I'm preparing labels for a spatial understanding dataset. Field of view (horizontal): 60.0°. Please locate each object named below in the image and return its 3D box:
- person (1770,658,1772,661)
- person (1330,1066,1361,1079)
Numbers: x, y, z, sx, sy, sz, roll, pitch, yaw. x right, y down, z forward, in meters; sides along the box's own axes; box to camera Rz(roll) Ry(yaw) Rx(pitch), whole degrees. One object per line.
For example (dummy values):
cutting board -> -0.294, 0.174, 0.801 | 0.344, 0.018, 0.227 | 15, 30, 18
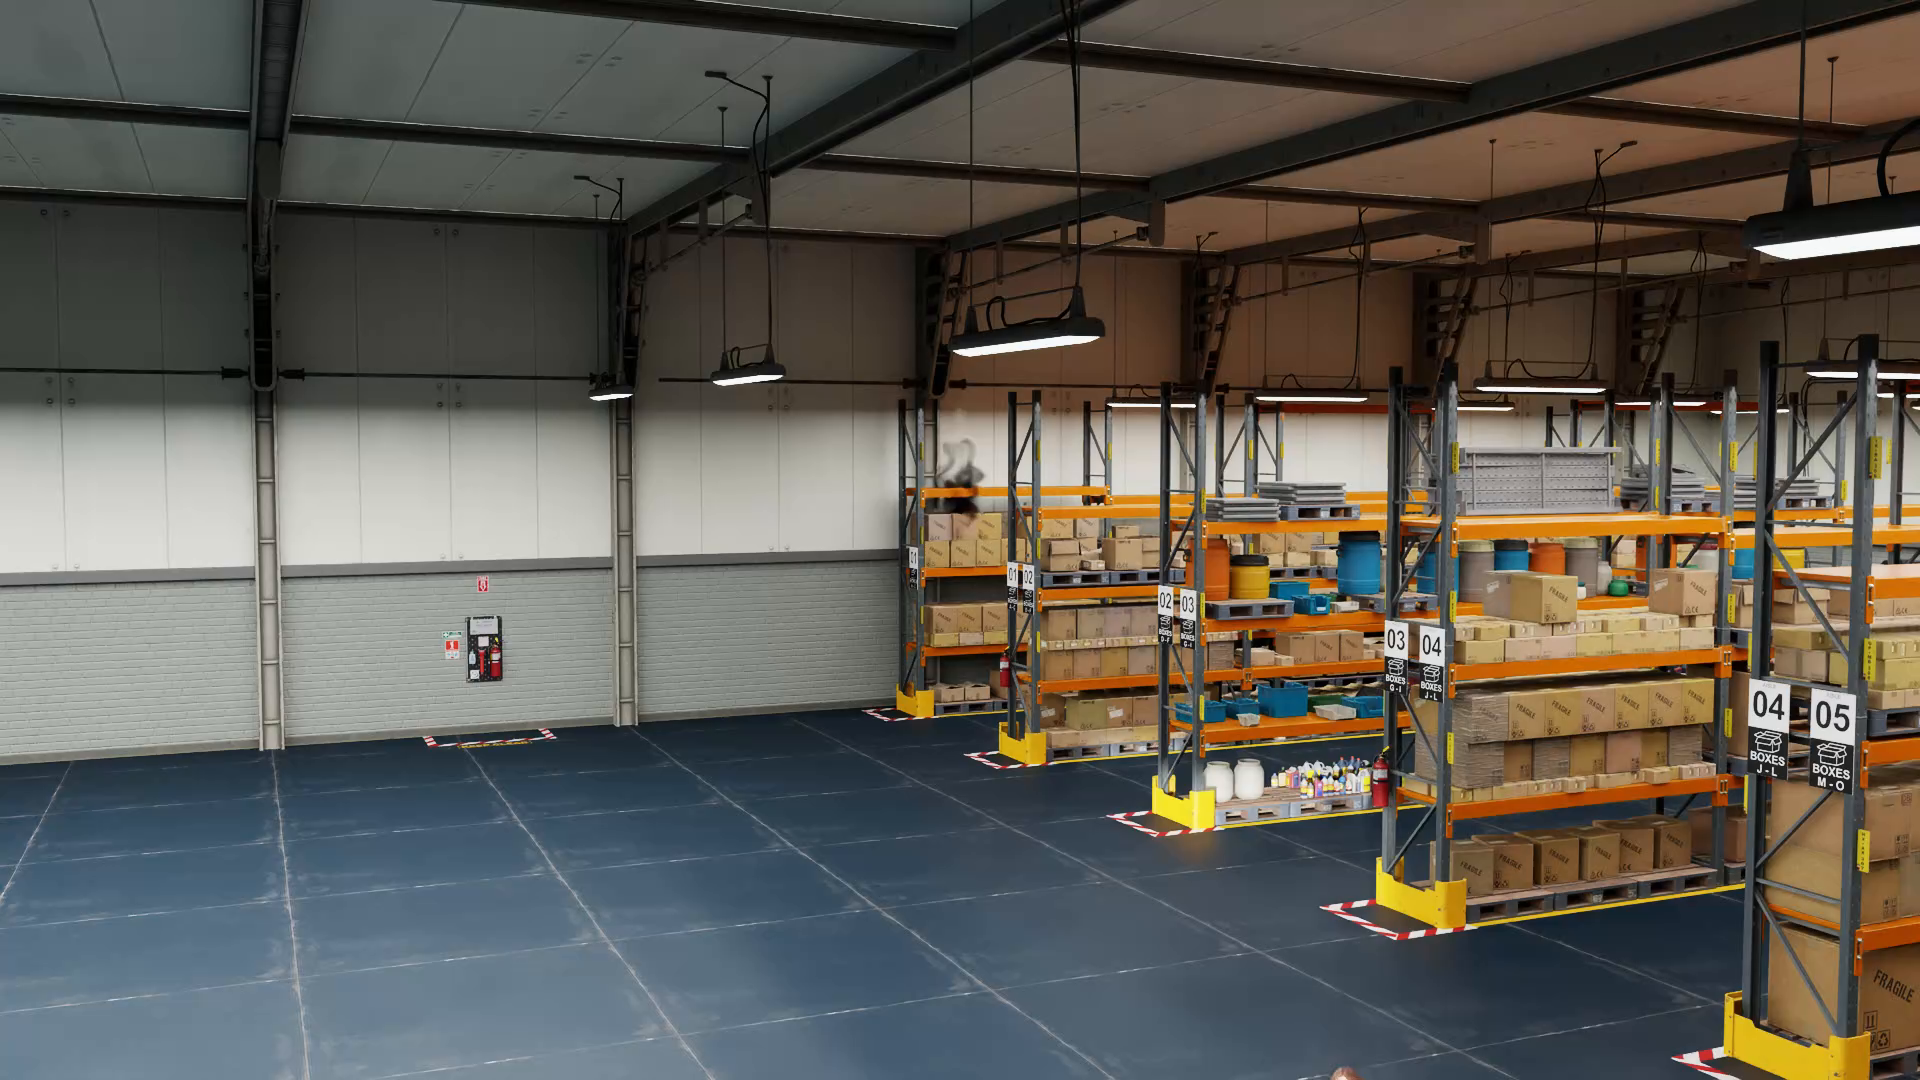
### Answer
person -> 15.189, 2.492, 31.404 | 0.737, 1.716, 0.665 | -2, 4, -30
person -> 2.207, 3.811, 9.463 | 0.520, 1.643, 0.699 | 1, 4, 21
